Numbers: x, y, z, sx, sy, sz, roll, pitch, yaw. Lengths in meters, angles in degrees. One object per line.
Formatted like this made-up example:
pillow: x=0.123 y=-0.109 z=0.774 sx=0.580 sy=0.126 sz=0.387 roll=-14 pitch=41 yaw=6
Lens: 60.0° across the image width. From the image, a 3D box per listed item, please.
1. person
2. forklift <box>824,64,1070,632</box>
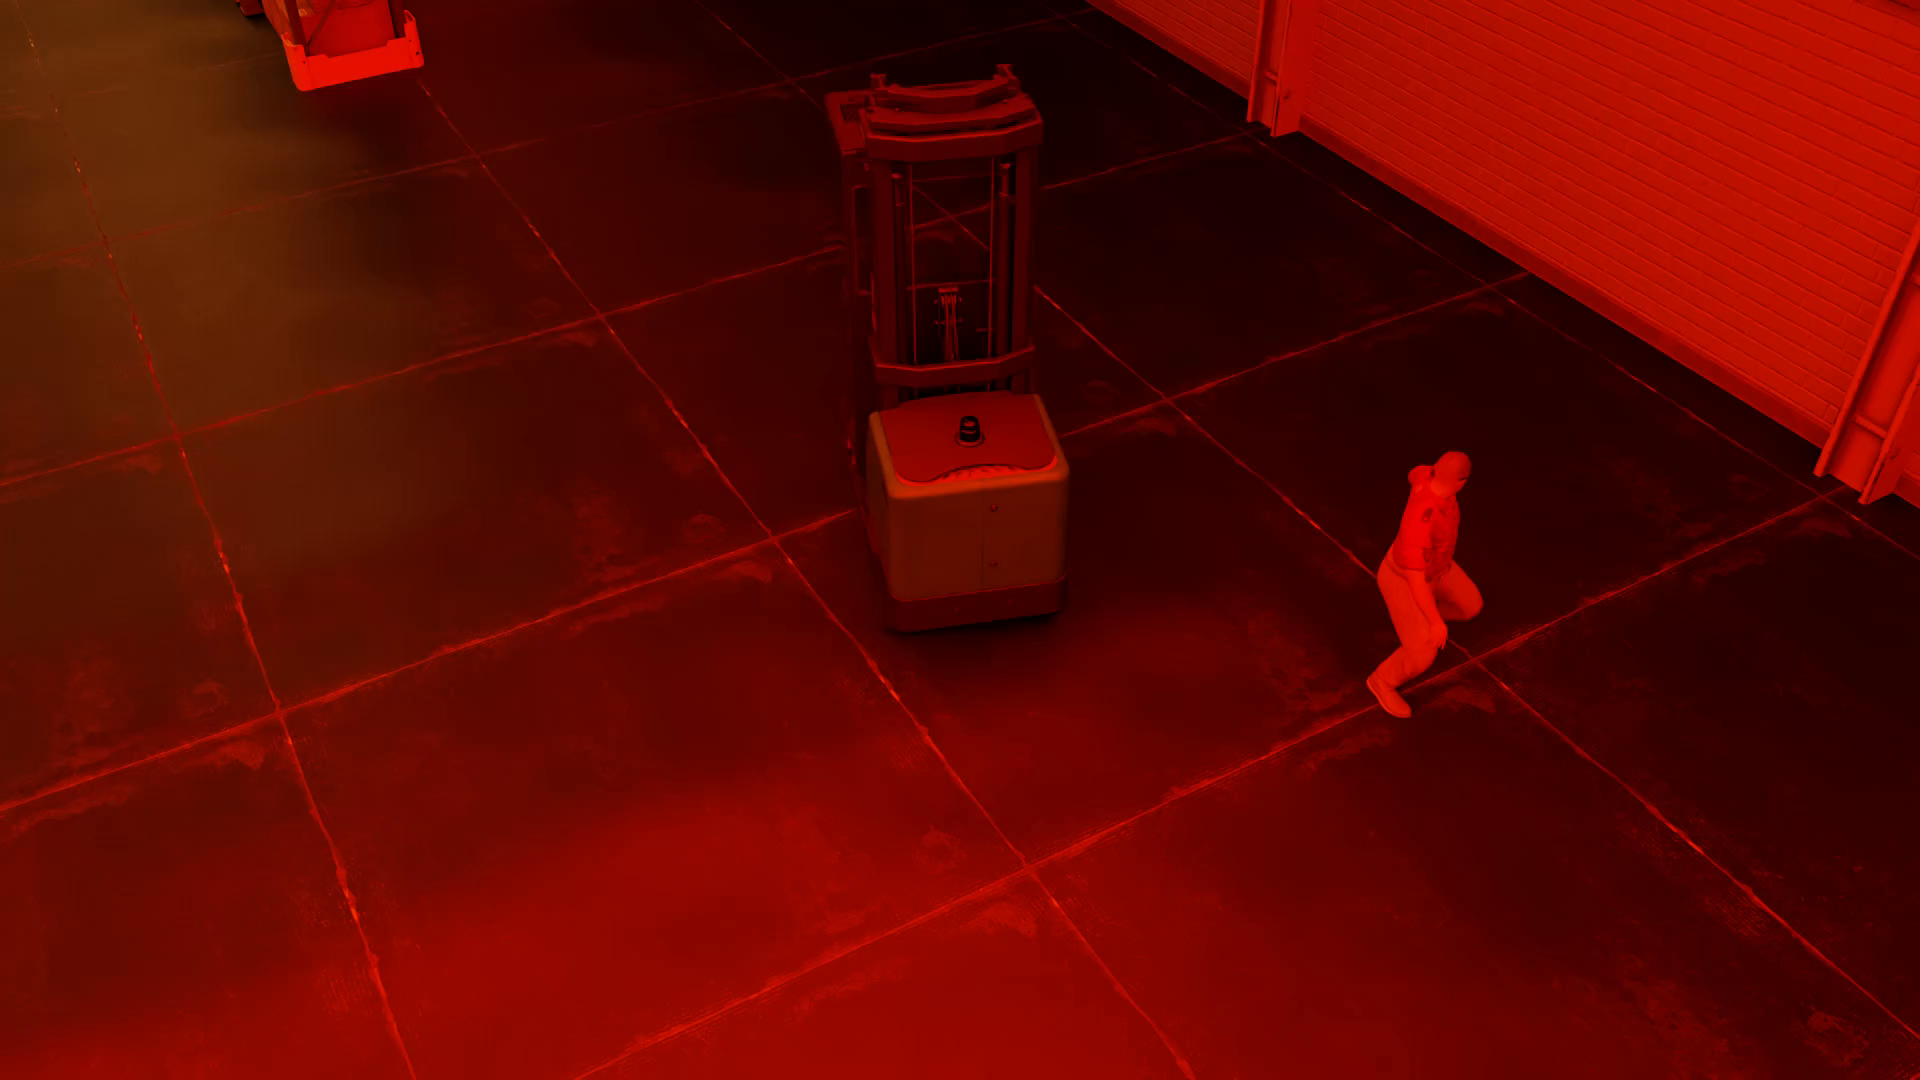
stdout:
person: x=2.503 y=0.171 z=8.882 sx=0.562 sy=1.625 sz=0.857 roll=26 pitch=46 yaw=27
forklift: x=-0.164 y=-1.544 z=9.897 sx=1.130 sy=2.935 sz=3.031 roll=-7 pitch=40 yaw=-9
